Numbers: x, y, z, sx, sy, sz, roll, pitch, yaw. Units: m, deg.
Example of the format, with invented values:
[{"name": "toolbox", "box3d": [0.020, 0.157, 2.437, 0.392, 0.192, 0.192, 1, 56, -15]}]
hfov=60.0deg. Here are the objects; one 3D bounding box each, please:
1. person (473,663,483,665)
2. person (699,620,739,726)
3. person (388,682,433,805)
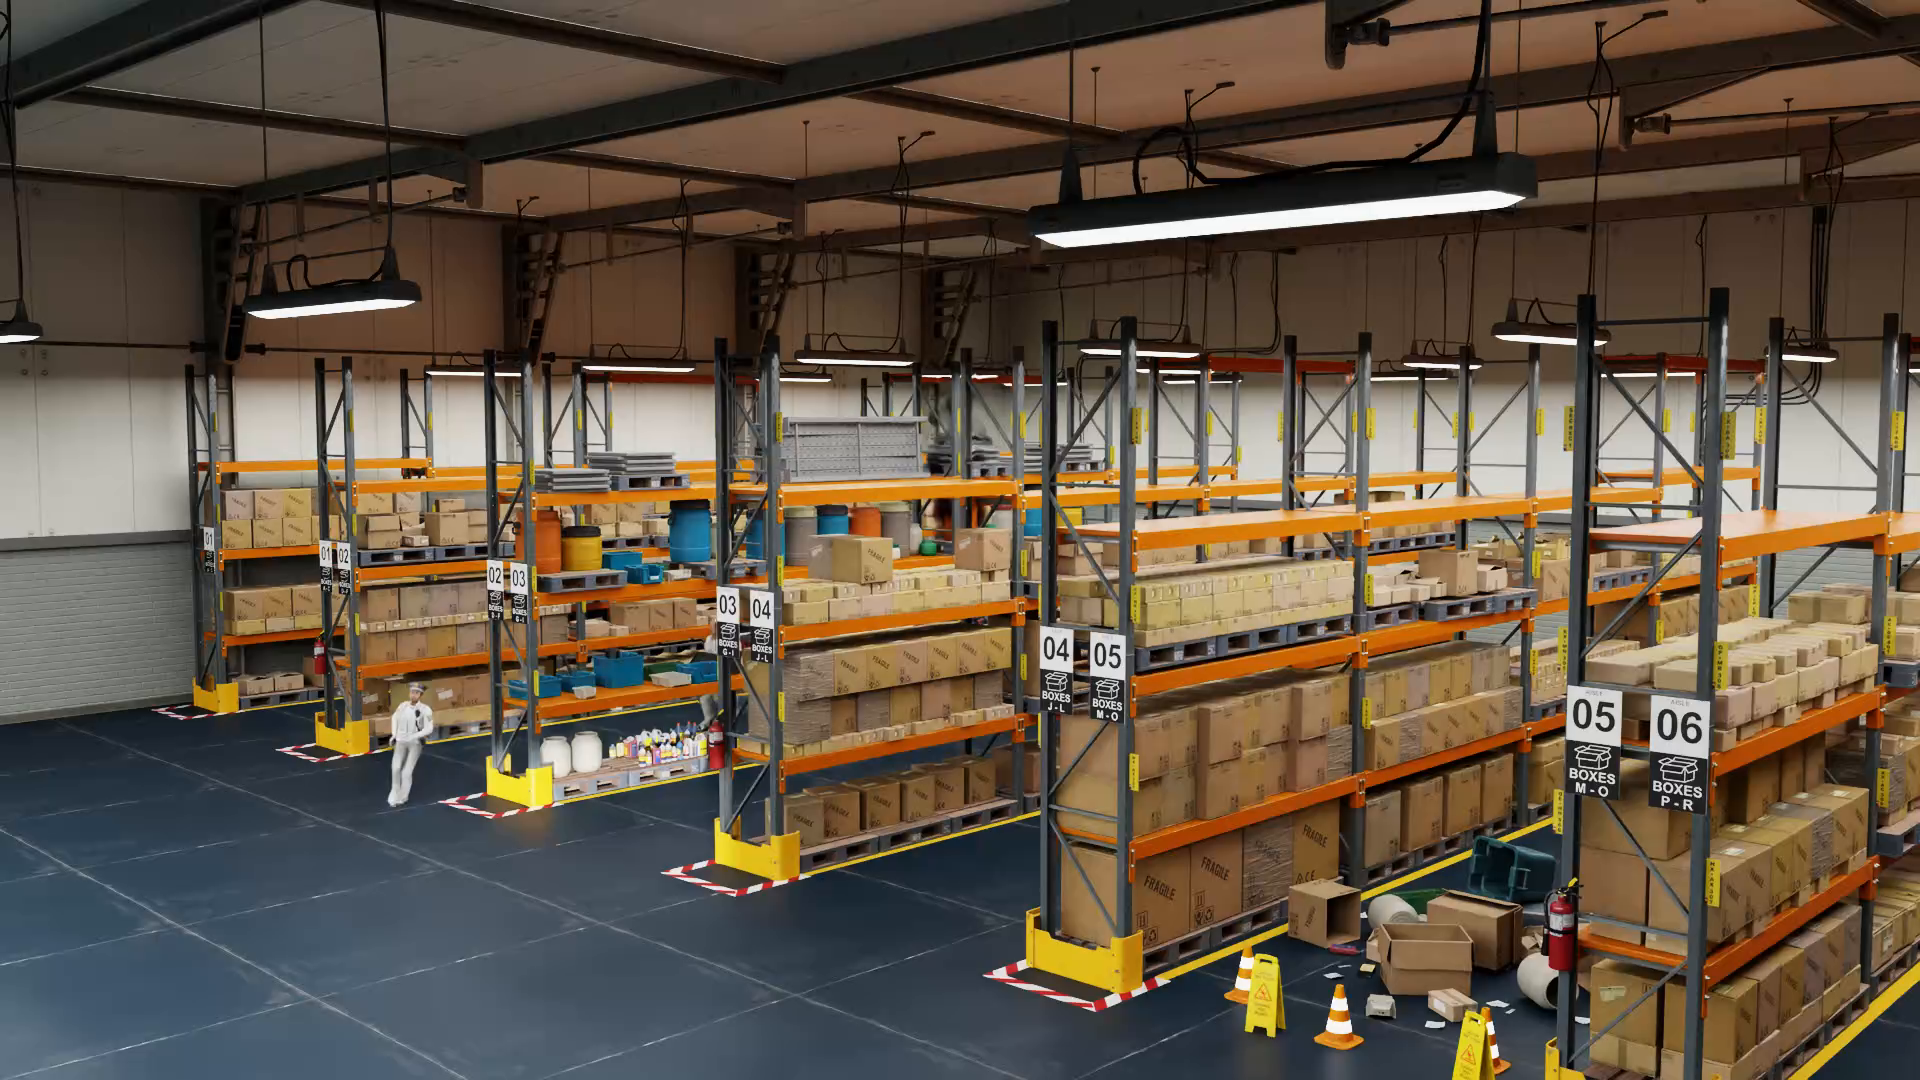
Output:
[{"name": "person", "box3d": [-8.370, 2.125, 28.997, 0.592, 1.672, 0.611, -4, 6, -43]}, {"name": "person", "box3d": [-4.030, 2.198, 27.497, 0.715, 1.720, 0.826, 3, 5, 34]}, {"name": "person", "box3d": [-7.197, 2.668, 21.749, 0.606, 1.628, 0.598, 0, 4, -2]}]
